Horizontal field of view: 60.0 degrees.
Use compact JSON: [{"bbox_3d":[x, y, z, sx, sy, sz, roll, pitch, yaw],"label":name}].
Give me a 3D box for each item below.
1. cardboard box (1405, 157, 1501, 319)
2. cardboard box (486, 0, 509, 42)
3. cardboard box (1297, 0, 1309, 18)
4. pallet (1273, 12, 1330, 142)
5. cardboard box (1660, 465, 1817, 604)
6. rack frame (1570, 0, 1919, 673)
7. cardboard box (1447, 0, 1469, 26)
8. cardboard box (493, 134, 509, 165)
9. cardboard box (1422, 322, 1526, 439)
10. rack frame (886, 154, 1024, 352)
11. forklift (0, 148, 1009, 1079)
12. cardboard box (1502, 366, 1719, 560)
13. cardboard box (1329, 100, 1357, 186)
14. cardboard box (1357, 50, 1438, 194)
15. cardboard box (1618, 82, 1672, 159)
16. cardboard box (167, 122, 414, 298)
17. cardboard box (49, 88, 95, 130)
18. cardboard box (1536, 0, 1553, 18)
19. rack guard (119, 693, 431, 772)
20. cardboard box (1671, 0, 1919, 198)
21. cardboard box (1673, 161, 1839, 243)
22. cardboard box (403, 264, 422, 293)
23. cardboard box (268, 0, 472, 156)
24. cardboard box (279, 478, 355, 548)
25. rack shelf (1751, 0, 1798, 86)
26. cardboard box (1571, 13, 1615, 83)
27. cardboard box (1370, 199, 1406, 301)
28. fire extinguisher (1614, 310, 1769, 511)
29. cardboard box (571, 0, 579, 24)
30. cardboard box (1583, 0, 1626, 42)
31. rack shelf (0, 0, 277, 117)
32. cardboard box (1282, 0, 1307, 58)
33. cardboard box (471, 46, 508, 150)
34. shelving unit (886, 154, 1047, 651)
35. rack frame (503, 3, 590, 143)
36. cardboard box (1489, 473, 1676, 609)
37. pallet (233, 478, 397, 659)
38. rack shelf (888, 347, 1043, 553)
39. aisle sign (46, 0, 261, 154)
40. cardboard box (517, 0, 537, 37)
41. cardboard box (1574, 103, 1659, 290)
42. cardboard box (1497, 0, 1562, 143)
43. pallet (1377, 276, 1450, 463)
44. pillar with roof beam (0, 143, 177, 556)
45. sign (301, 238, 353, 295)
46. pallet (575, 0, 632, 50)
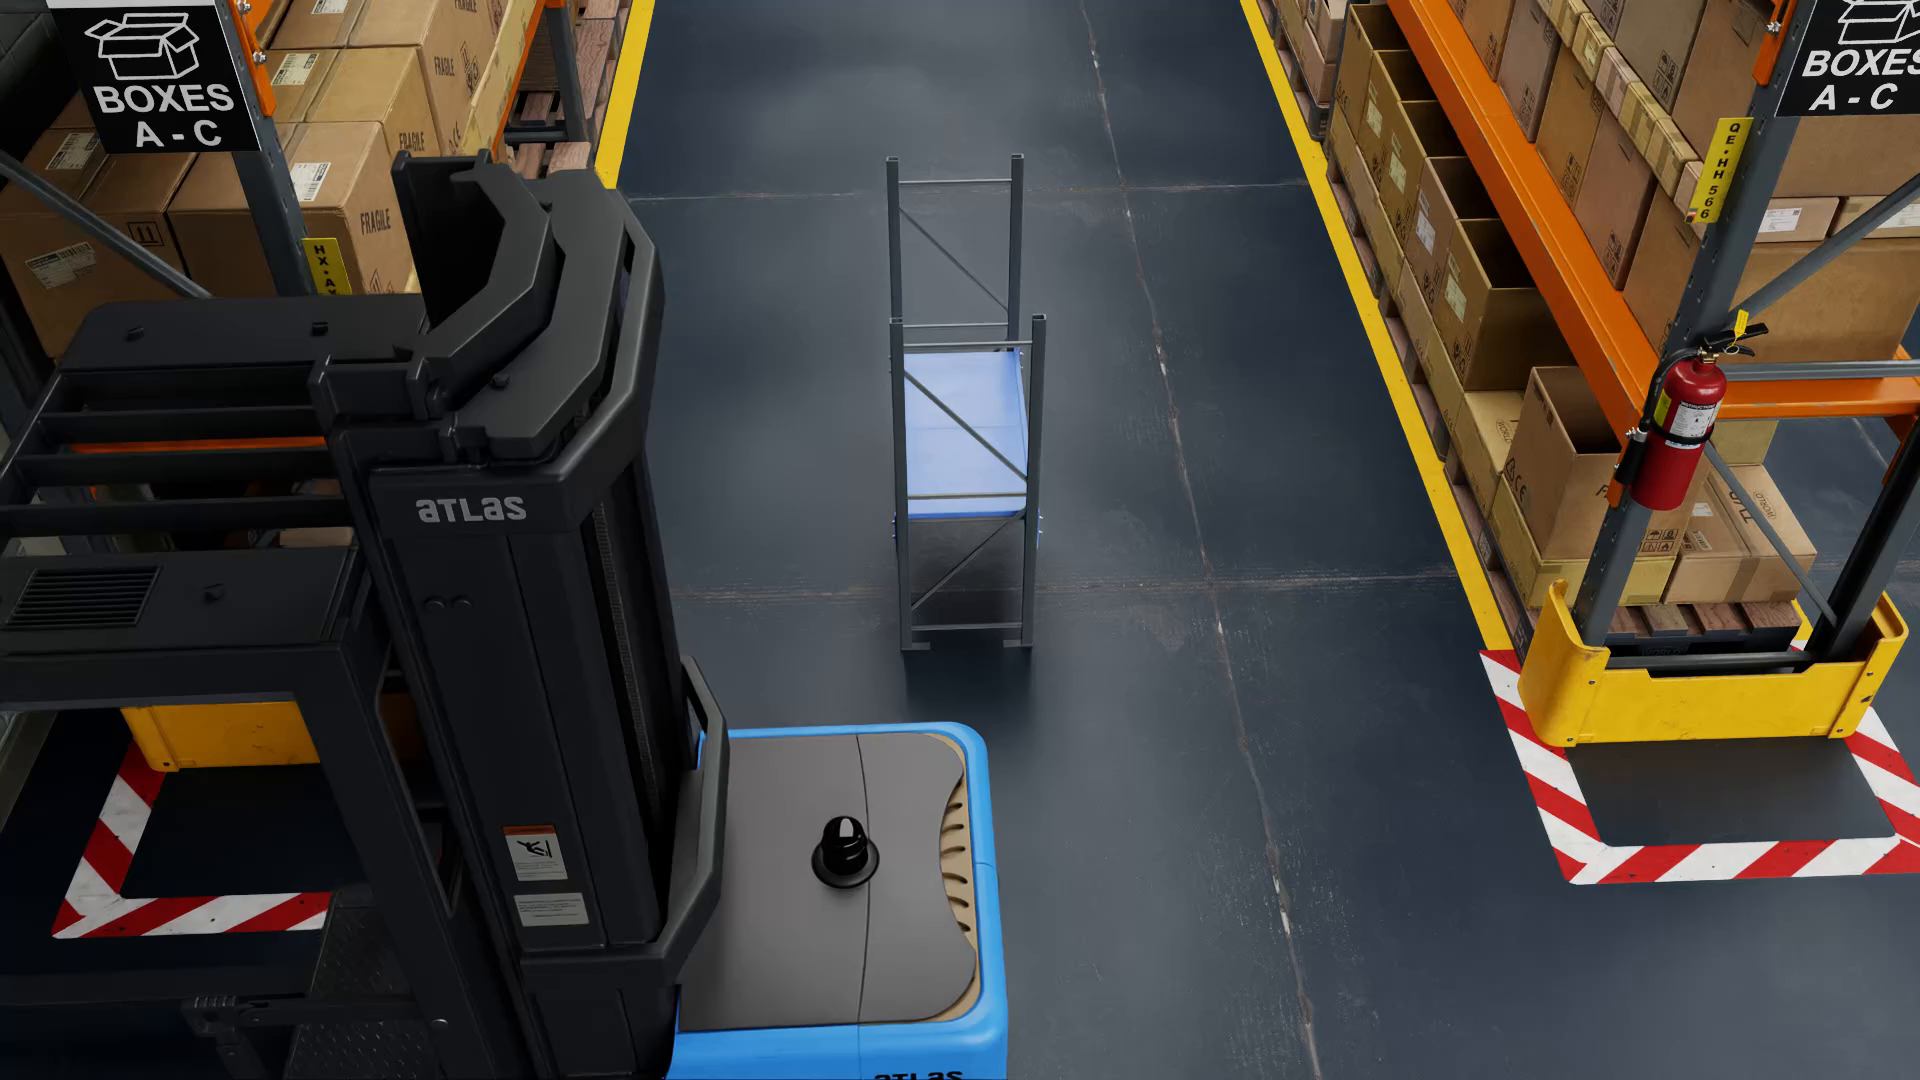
[{"bbox_3d":[2.252,-1.297,7.115,0.500,0.500,0.500,-2,43,-2],"label":"cardboard box"},{"bbox_3d":[-2.103,-2.311,6.592,0.500,0.500,0.500,-3,43,-3],"label":"cardboard box"},{"bbox_3d":[2.148,-3.178,9.307,0.500,0.311,0.500,-1,43,-1],"label":"cardboard box"},{"bbox_3d":[2.409,-2.683,9.520,1.003,0.211,1.213,-2,43,-2],"label":"pallet"},{"bbox_3d":[2.849,-0.024,6.280,0.500,0.250,0.500,-2,43,-2],"label":"cardboard box"},{"bbox_3d":[2.649,-0.514,5.091,1.000,3.000,0.127,-2,43,-2],"label":"rack frame"},{"bbox_3d":[2.534,-2.596,7.288,0.700,0.500,0.500,-2,43,-2],"label":"cardboard box"},{"bbox_3d":[-2.385,-1.611,7.812,0.500,0.500,0.500,-5,43,-5],"label":"cardboard box"},{"bbox_3d":[2.275,-0.683,7.000,0.500,0.250,0.500,-2,43,-2],"label":"cardboard box"},{"bbox_3d":[-0.018,-0.838,6.555,0.500,1.500,0.032,-2,43,-2],"label":"rack frame"},{"bbox_3d":[-1.406,0.586,3.941,3.031,2.935,1.130,-2,43,-2],"label":"forklift"},{"bbox_3d":[2.329,-0.285,6.010,0.500,0.500,0.500,-2,43,-2],"label":"cardboard box"},{"bbox_3d":[2.196,-2.034,8.473,0.500,0.250,0.500,-2,43,-2],"label":"cardboard box"},{"bbox_3d":[2.216,-1.973,7.851,0.500,0.500,0.500,-2,43,-2],"label":"cardboard box"},{"bbox_3d":[2.419,-1.392,5.494,0.380,0.149,0.250,-2,43,-2],"label":"cardboard box"},{"bbox_3d":[-2.020,-0.929,5.084,0.500,0.500,0.500,-2,43,-2],"label":"cardboard box"},{"bbox_3d":[-2.544,-1.250,5.435,0.500,0.500,0.500,-1,43,-1],"label":"cardboard box"},{"bbox_3d":[2.375,-2.089,6.256,0.380,0.149,0.250,-2,43,-2],"label":"cardboard box"},{"bbox_3d":[-2.303,0.501,5.834,1.175,0.500,0.348,-2,43,-2],"label":"rack guard"},{"bbox_3d":[2.640,-1.380,5.002,0.700,0.500,0.500,-1,43,-2],"label":"cardboard box"},{"bbox_3d":[2.443,-1.042,5.113,0.380,0.149,0.250,-2,43,-3],"label":"cardboard box"},{"bbox_3d":[-2.003,-0.660,5.346,0.500,0.250,0.500,-3,43,-3],"label":"cardboard box"},{"bbox_3d":[-2.046,-1.612,5.830,0.500,0.500,0.500,-3,43,-3],"label":"cardboard box"},{"bbox_3d":[-2.239,-0.010,6.205,0.500,0.311,0.500,-6,43,-7],"label":"cardboard box"},{"bbox_3d":[2.565,-2.705,5.793,1.077,0.370,4.000,-2,43,-2],"label":"rack shelf"},{"bbox_3d":[2.399,-1.739,5.873,0.380,0.149,0.250,0,43,0],"label":"cardboard box"},{"bbox_3d":[2.229,-1.358,7.736,0.500,0.250,0.500,-2,43,-2],"label":"cardboard box"},{"bbox_3d":[2.190,-0.392,5.015,0.296,0.674,0.183,-2,43,-2],"label":"fire extinguisher"},{"bbox_3d":[-2.589,-3.154,9.496,0.700,0.500,0.500,-2,43,-3],"label":"cardboard box"},{"bbox_3d":[2.590,-2.075,5.760,0.700,0.500,0.500,-1,43,-2],"label":"cardboard box"},{"bbox_3d":[-2.385,-2.560,5.635,1.077,0.370,4.000,-2,43,-2],"label":"rack shelf"},{"bbox_3d":[2.153,-2.969,9.493,0.500,0.250,0.500,-2,43,-2],"label":"cardboard box"},{"bbox_3d":[-2.074,-1.695,6.476,0.500,0.250,0.500,-1,43,-1],"label":"cardboard box"},{"bbox_3d":[0.004,-0.495,6.180,0.538,1.500,1.048,-2,43,-2],"label":"shelving unit"},{"bbox_3d":[-2.470,-3.070,7.879,1.000,3.000,0.127,-2,43,-2],"label":"rack frame"},{"bbox_3d":[2.331,-0.009,6.264,0.500,0.250,0.500,-2,43,-2],"label":"cardboard box"},{"bbox_3d":[-2.302,0.058,6.531,1.003,0.211,1.213,-2,43,-2],"label":"pallet"},{"bbox_3d":[0.004,-0.363,6.302,0.538,0.185,1.000,-2,43,-2],"label":"rack shelf"},{"bbox_3d":[-1.997,-1.288,4.011,0.394,0.787,0.004,-2,43,-2],"label":"aisle sign"},{"bbox_3d":[-2.134,-2.374,7.216,0.500,0.250,0.500,-1,43,-2],"label":"cardboard box"},{"bbox_3d":[2.615,-1.221,5.788,0.700,0.500,0.500,-1,43,-1],"label":"cardboard box"},{"bbox_3d":[2.574,-1.911,6.541,0.700,0.500,0.500,0,43,-1],"label":"cardboard box"},{"bbox_3d":[2.526,-0.823,7.491,1.003,0.211,1.213,-2,43,-2],"label":"pallet"},{"bbox_3d":[1.108,-3.152,3.529,9.100,9.000,0.400,-2,43,-2],"label":"pillar with roof beam"},{"bbox_3d":[-1.758,-0.704,4.658,0.100,0.325,0.005,-2,43,-2],"label":"sign"},{"bbox_3d":[-2.559,-3.393,10.295,1.003,0.211,1.213,-2,43,-2],"label":"pallet"}]
